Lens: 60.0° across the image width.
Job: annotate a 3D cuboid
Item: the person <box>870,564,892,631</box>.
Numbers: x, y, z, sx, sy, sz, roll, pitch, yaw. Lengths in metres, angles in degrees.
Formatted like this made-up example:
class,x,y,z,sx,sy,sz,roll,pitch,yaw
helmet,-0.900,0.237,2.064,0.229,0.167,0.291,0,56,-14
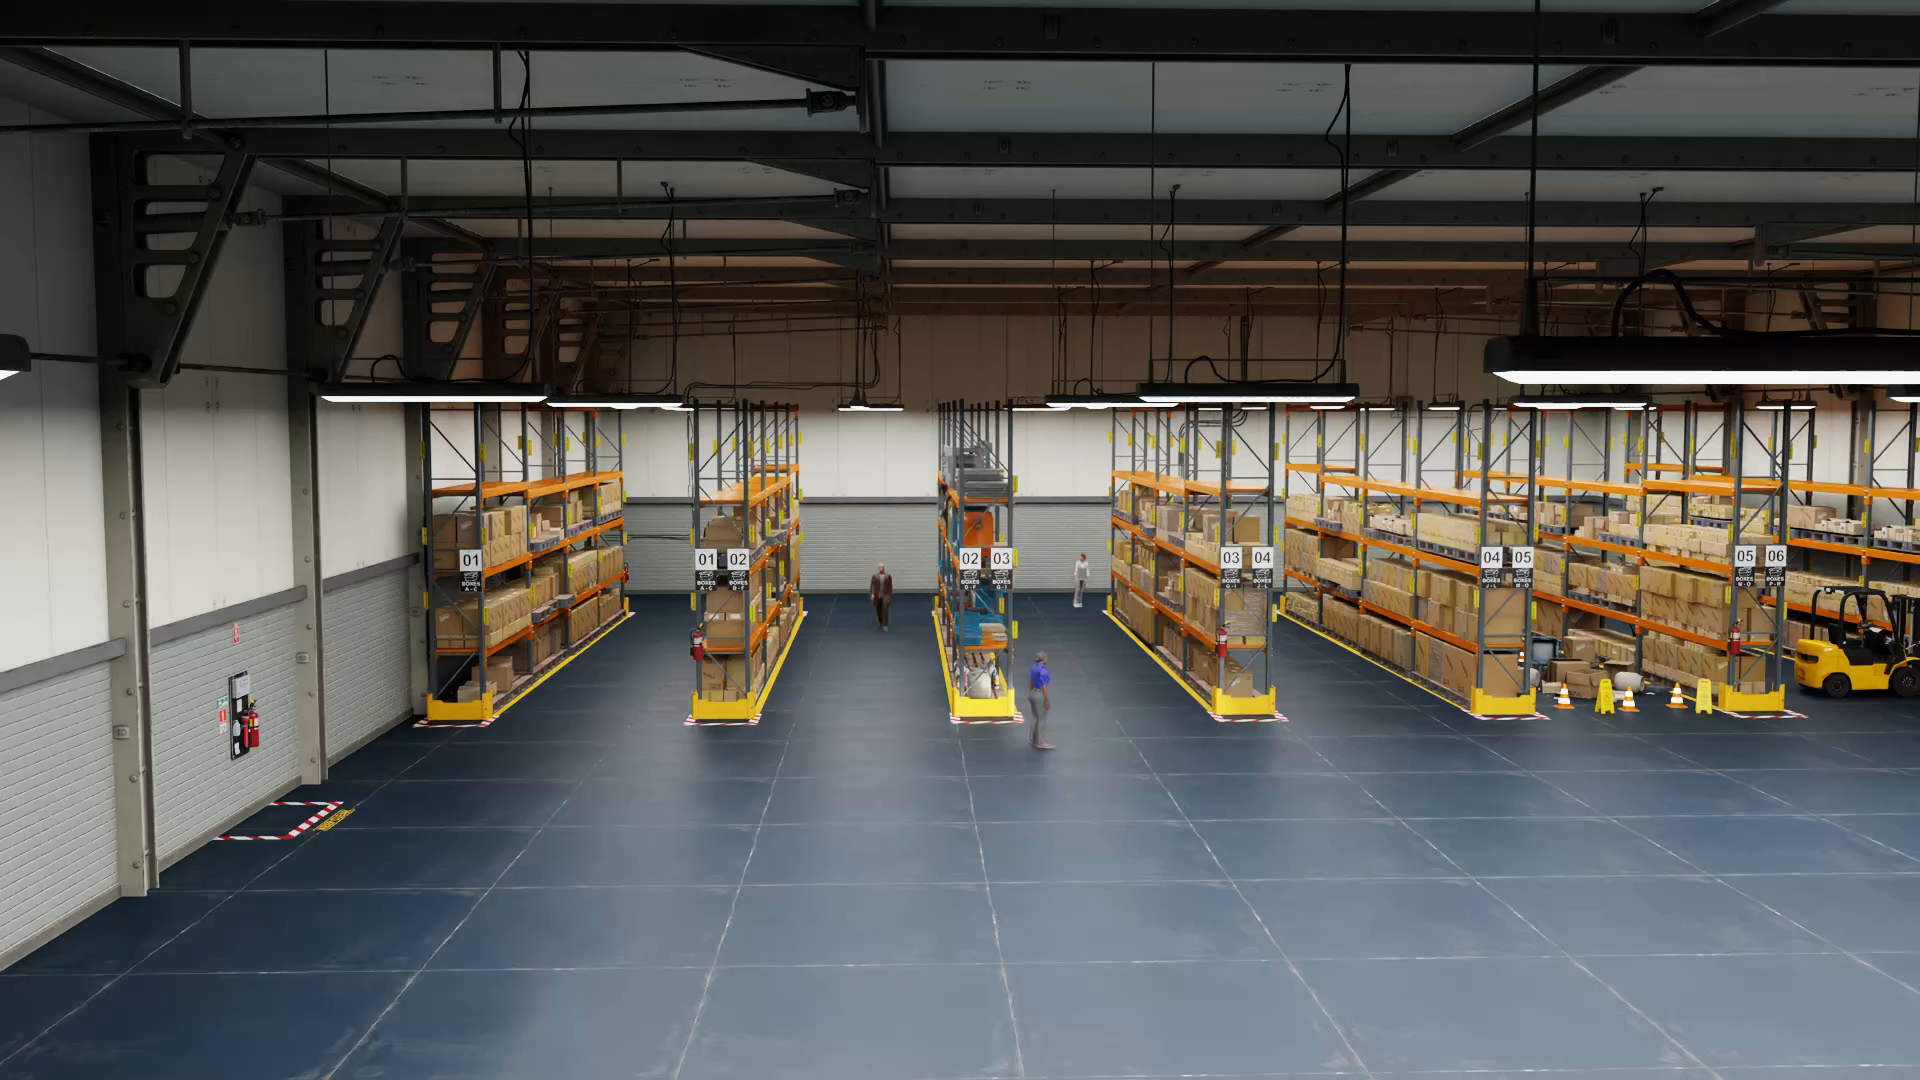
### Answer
class,x,y,z,sx,sy,sz,roll,pitch,yaw
person,-2.099,1.493,44.092,0.578,1.733,1.037,0,4,3

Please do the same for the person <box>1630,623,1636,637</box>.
class,x,y,z,sx,sy,sz,roll,pitch,yaw
person,16.717,1.807,41.295,0.371,1.629,0.501,2,5,30

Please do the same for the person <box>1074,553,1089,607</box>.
class,x,y,z,sx,sy,sz,roll,pitch,yaw
person,3.607,1.193,49.415,0.477,1.610,0.385,-1,4,-15

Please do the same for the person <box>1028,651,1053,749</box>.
class,x,y,z,sx,sy,sz,roll,pitch,yaw
person,1.372,2.781,28.554,0.345,1.730,0.550,-2,5,-25
